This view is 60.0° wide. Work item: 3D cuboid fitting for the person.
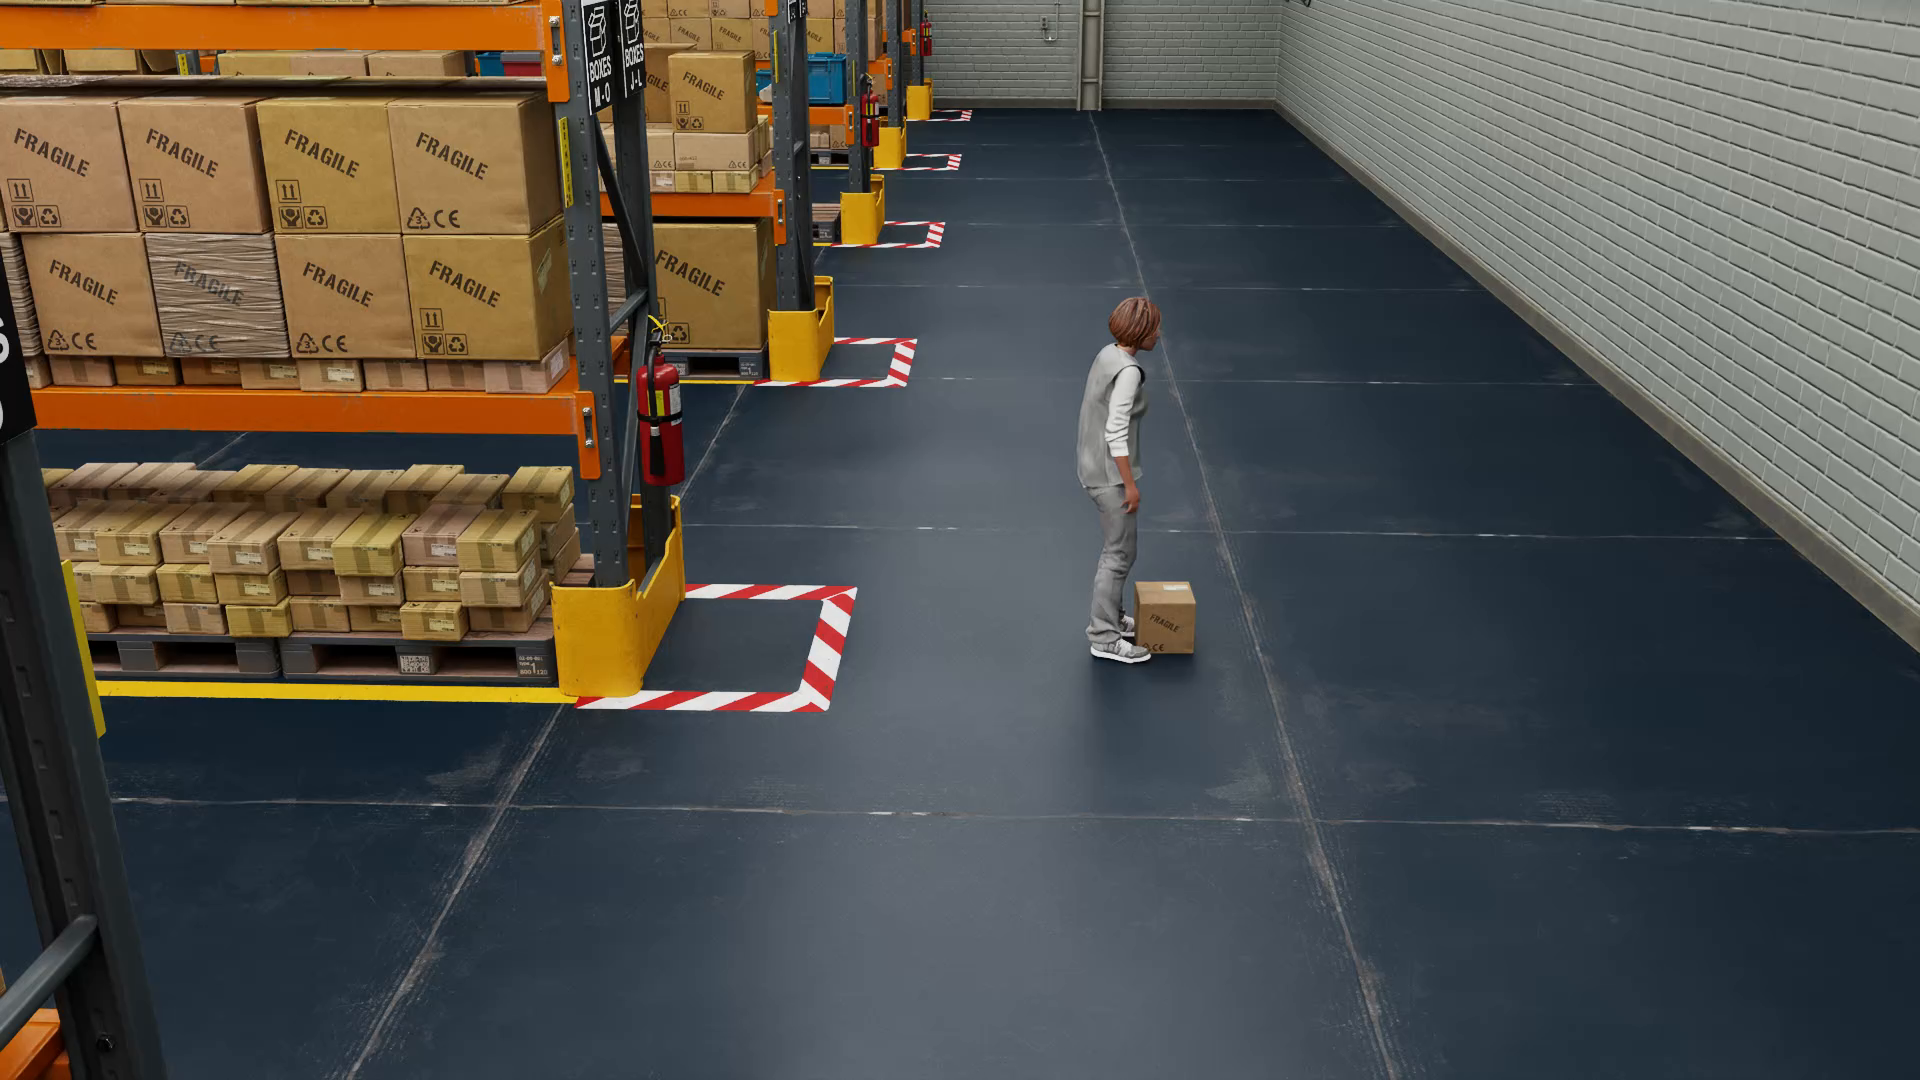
[{"bbox_3d":[0.704,-0.276,7.311,0.371,1.594,0.485,0,21,-1],"label":"person"}]
